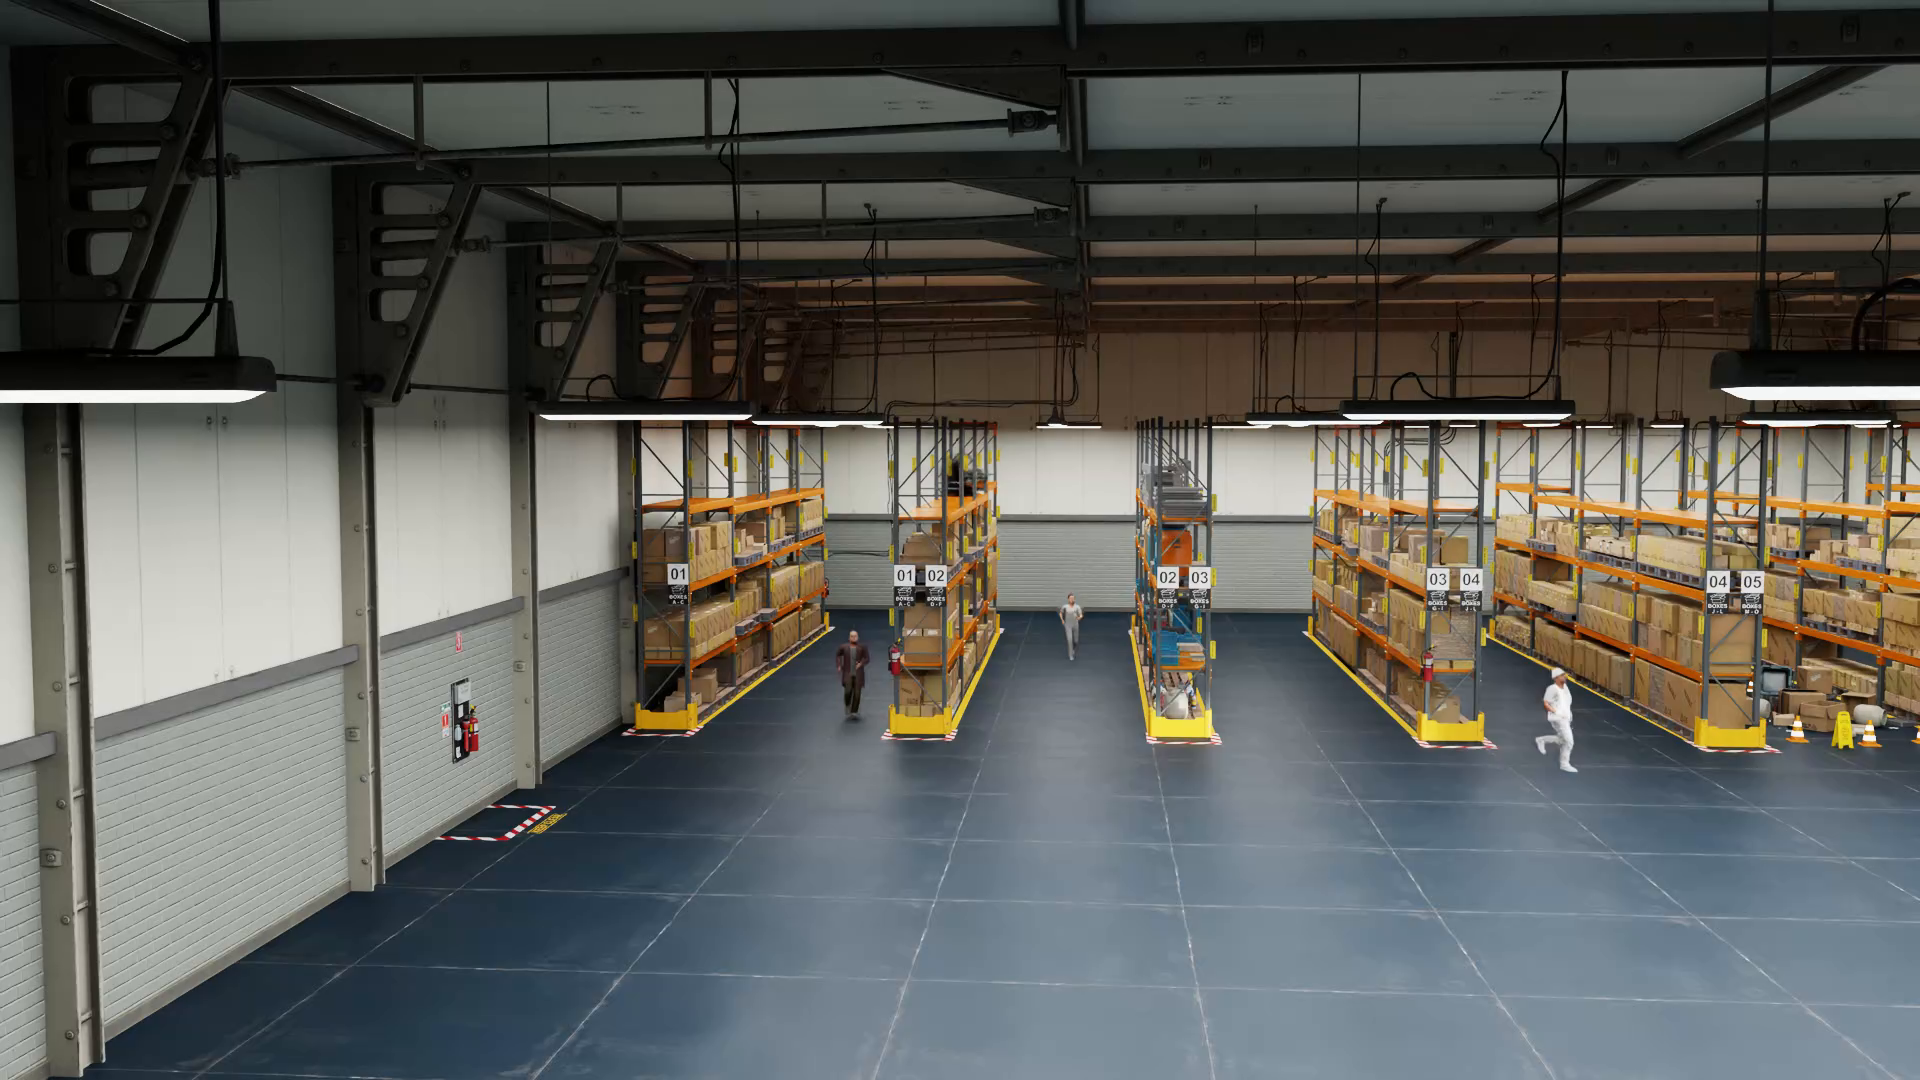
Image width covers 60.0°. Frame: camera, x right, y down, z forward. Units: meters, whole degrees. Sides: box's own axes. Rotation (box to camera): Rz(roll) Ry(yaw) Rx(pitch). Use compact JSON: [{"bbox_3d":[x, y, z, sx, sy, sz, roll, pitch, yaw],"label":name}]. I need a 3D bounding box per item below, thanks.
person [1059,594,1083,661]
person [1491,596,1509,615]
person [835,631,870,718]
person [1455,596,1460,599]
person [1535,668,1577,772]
[{"bbox_3d":[2.791,2.173,41.750,0.577,1.640,0.844,0,4,-3],"label":"person"},{"bbox_3d":[15.489,1.790,47.484,0.611,1.684,0.697,0,4,3],"label":"person"},{"bbox_3d":[-2.137,2.685,33.113,0.685,1.742,0.656,0,4,-6],"label":"person"},{"bbox_3d":[13.465,1.955,45.203,0.605,1.727,0.776,1,4,8],"label":"person"},{"bbox_3d":[10.120,3.033,28.222,0.759,1.738,0.697,3,5,38],"label":"person"}]
